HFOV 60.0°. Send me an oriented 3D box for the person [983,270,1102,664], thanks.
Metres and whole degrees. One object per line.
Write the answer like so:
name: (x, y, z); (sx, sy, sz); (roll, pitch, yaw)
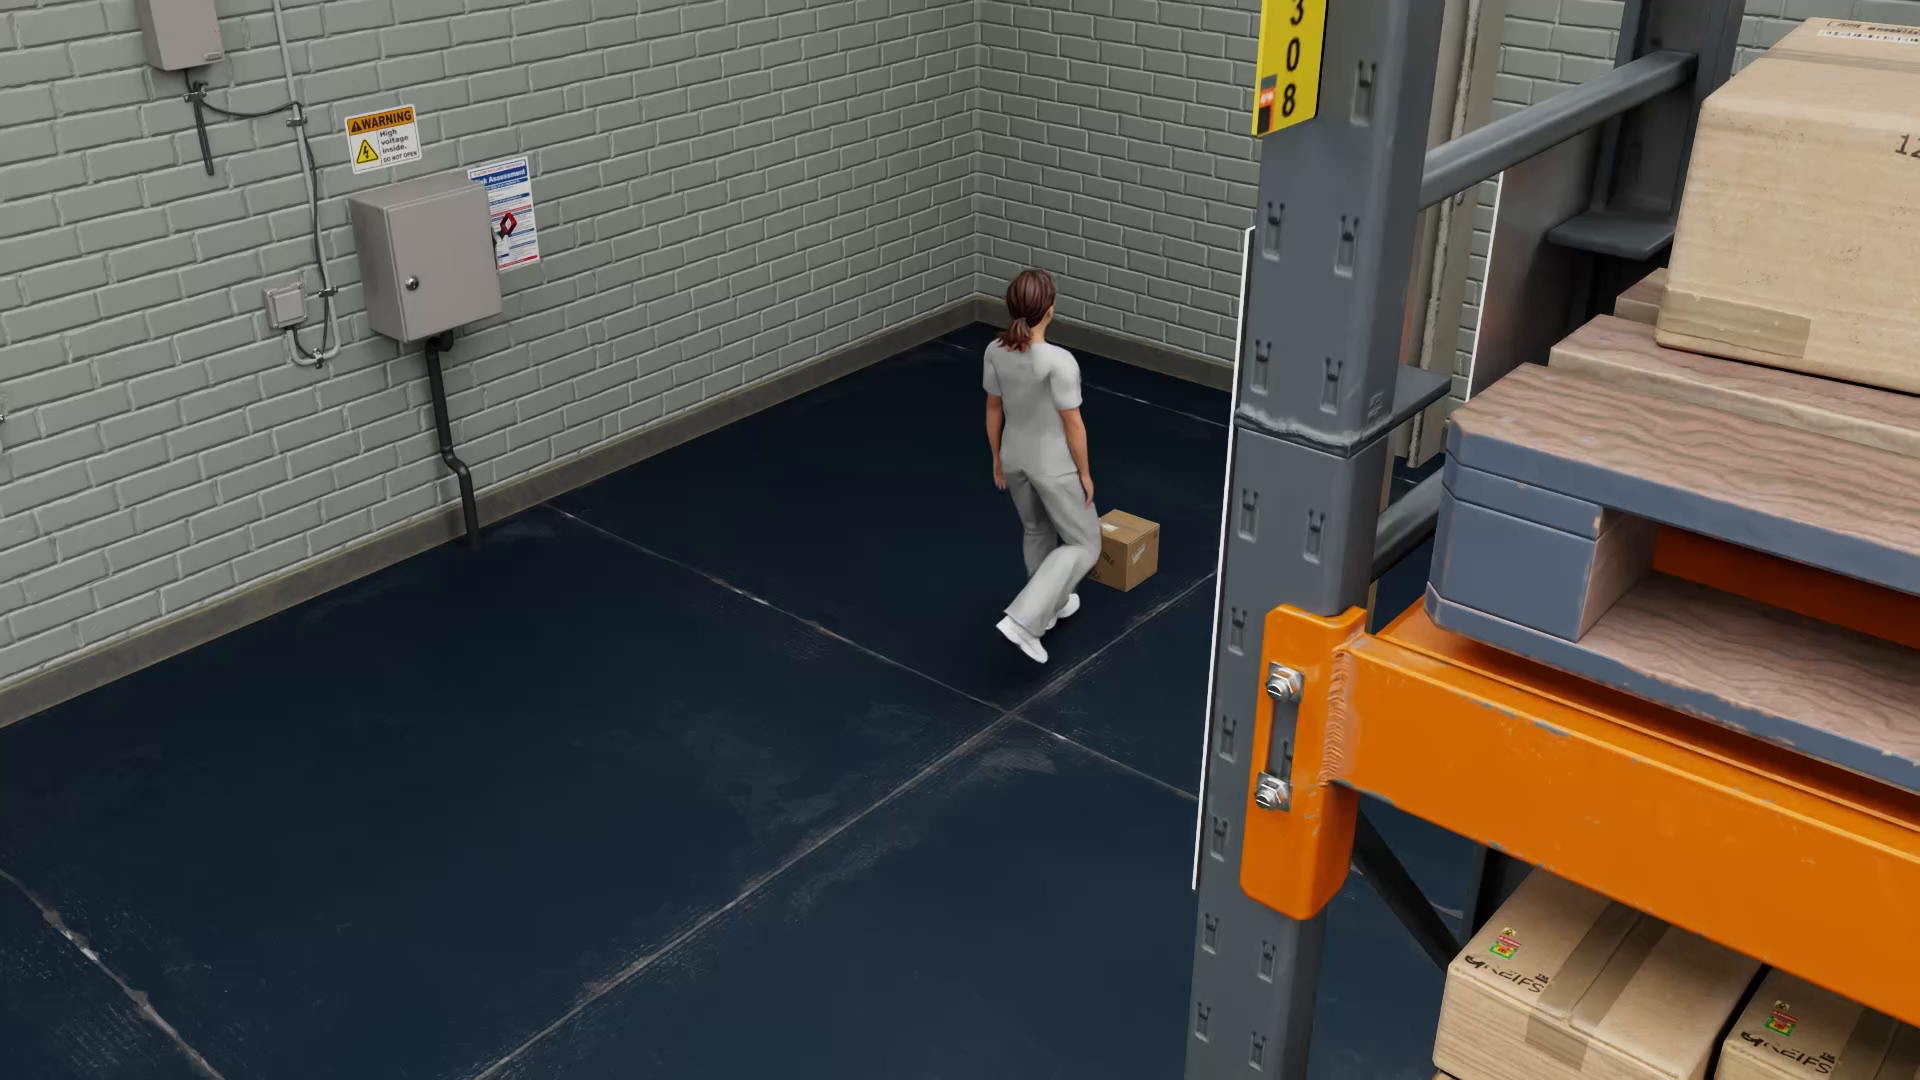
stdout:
person: (0.333, -0.299, 6.672); (0.470, 1.656, 0.752); (22, 35, 36)
